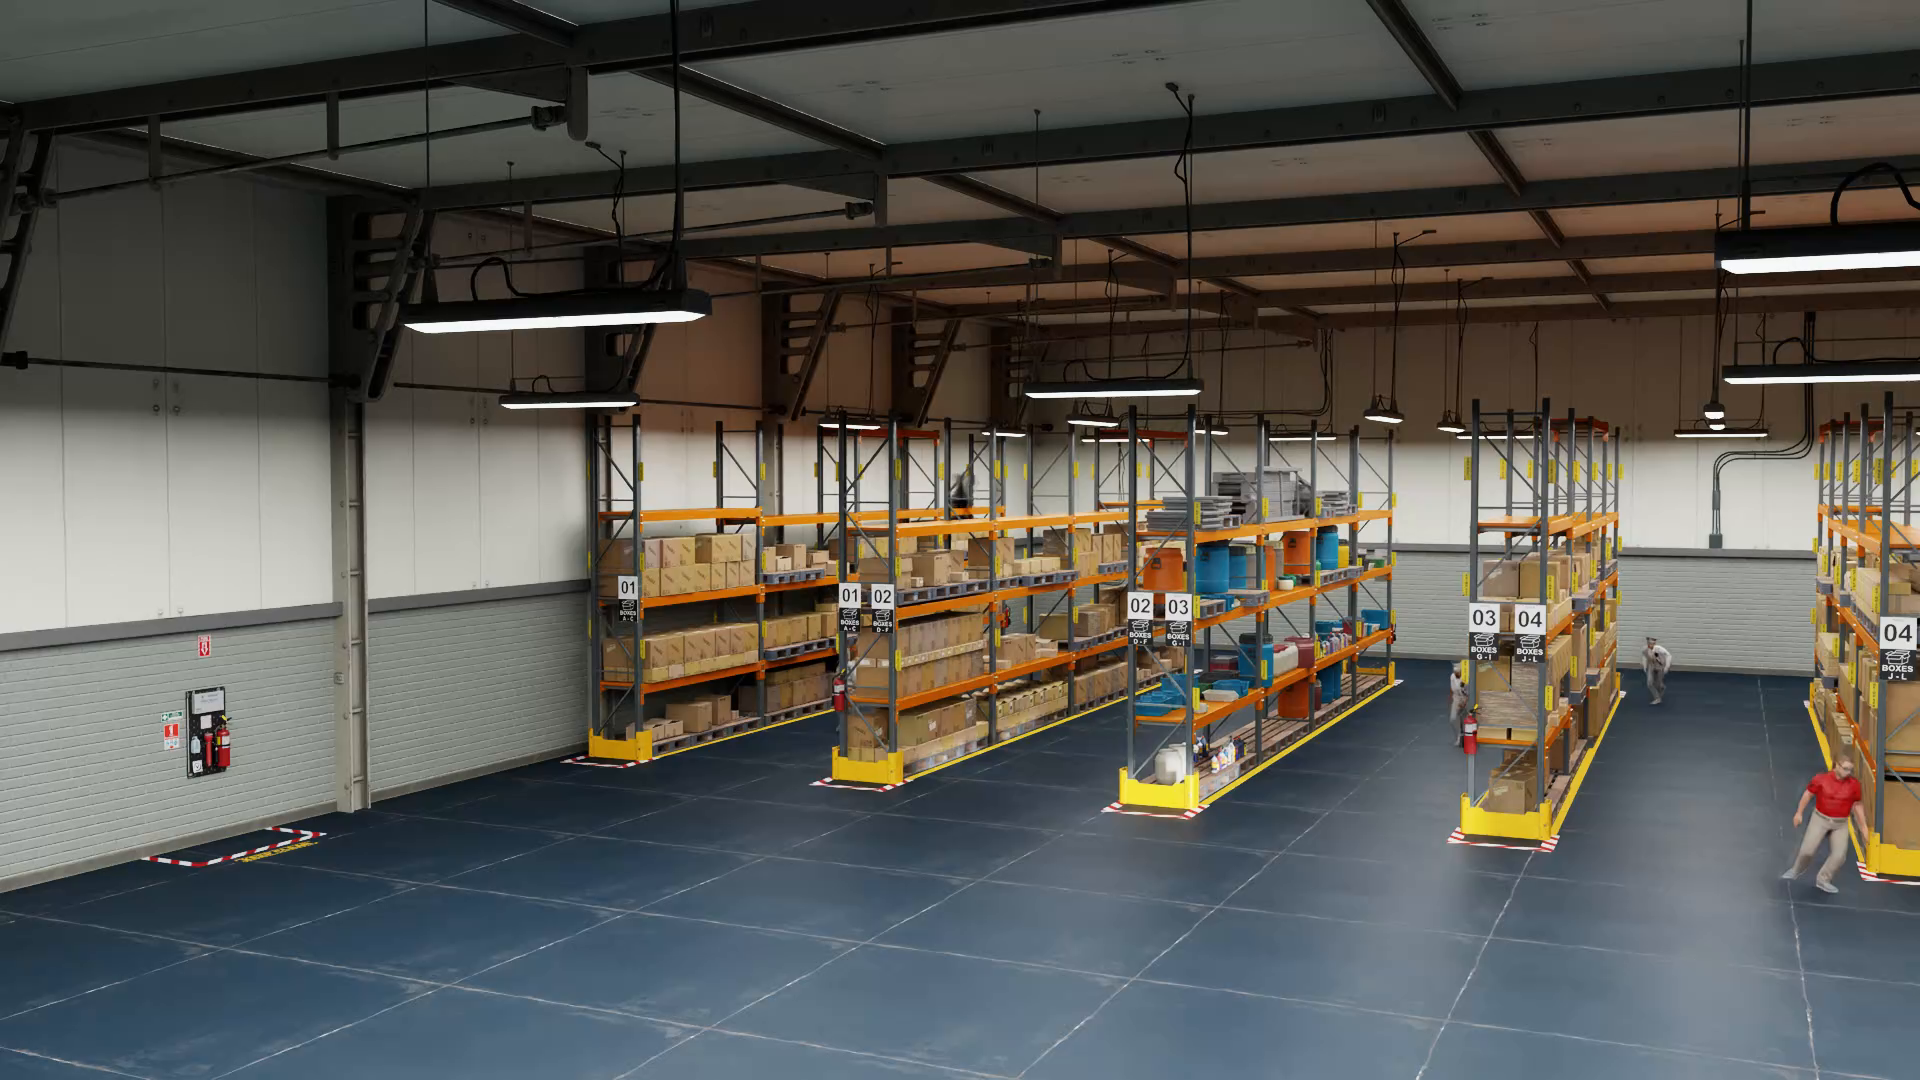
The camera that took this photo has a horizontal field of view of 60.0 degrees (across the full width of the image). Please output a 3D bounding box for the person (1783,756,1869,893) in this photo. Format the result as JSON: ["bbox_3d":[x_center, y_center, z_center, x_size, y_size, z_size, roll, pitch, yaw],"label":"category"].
[{"bbox_3d":[10.316,3.354,19.813,0.831,1.649,0.647,0,2,10],"label":"person"}]

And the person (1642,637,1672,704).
[{"bbox_3d":[15.040,2.802,35.829,0.631,1.482,0.909,2,3,43],"label":"person"}]

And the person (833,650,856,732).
[{"bbox_3d":[-2.154,2.883,31.655,0.587,1.606,0.781,1,3,21],"label":"person"}]

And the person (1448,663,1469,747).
[{"bbox_3d":[9.270,2.986,30.517,0.578,1.525,1.022,2,3,39],"label":"person"}]
